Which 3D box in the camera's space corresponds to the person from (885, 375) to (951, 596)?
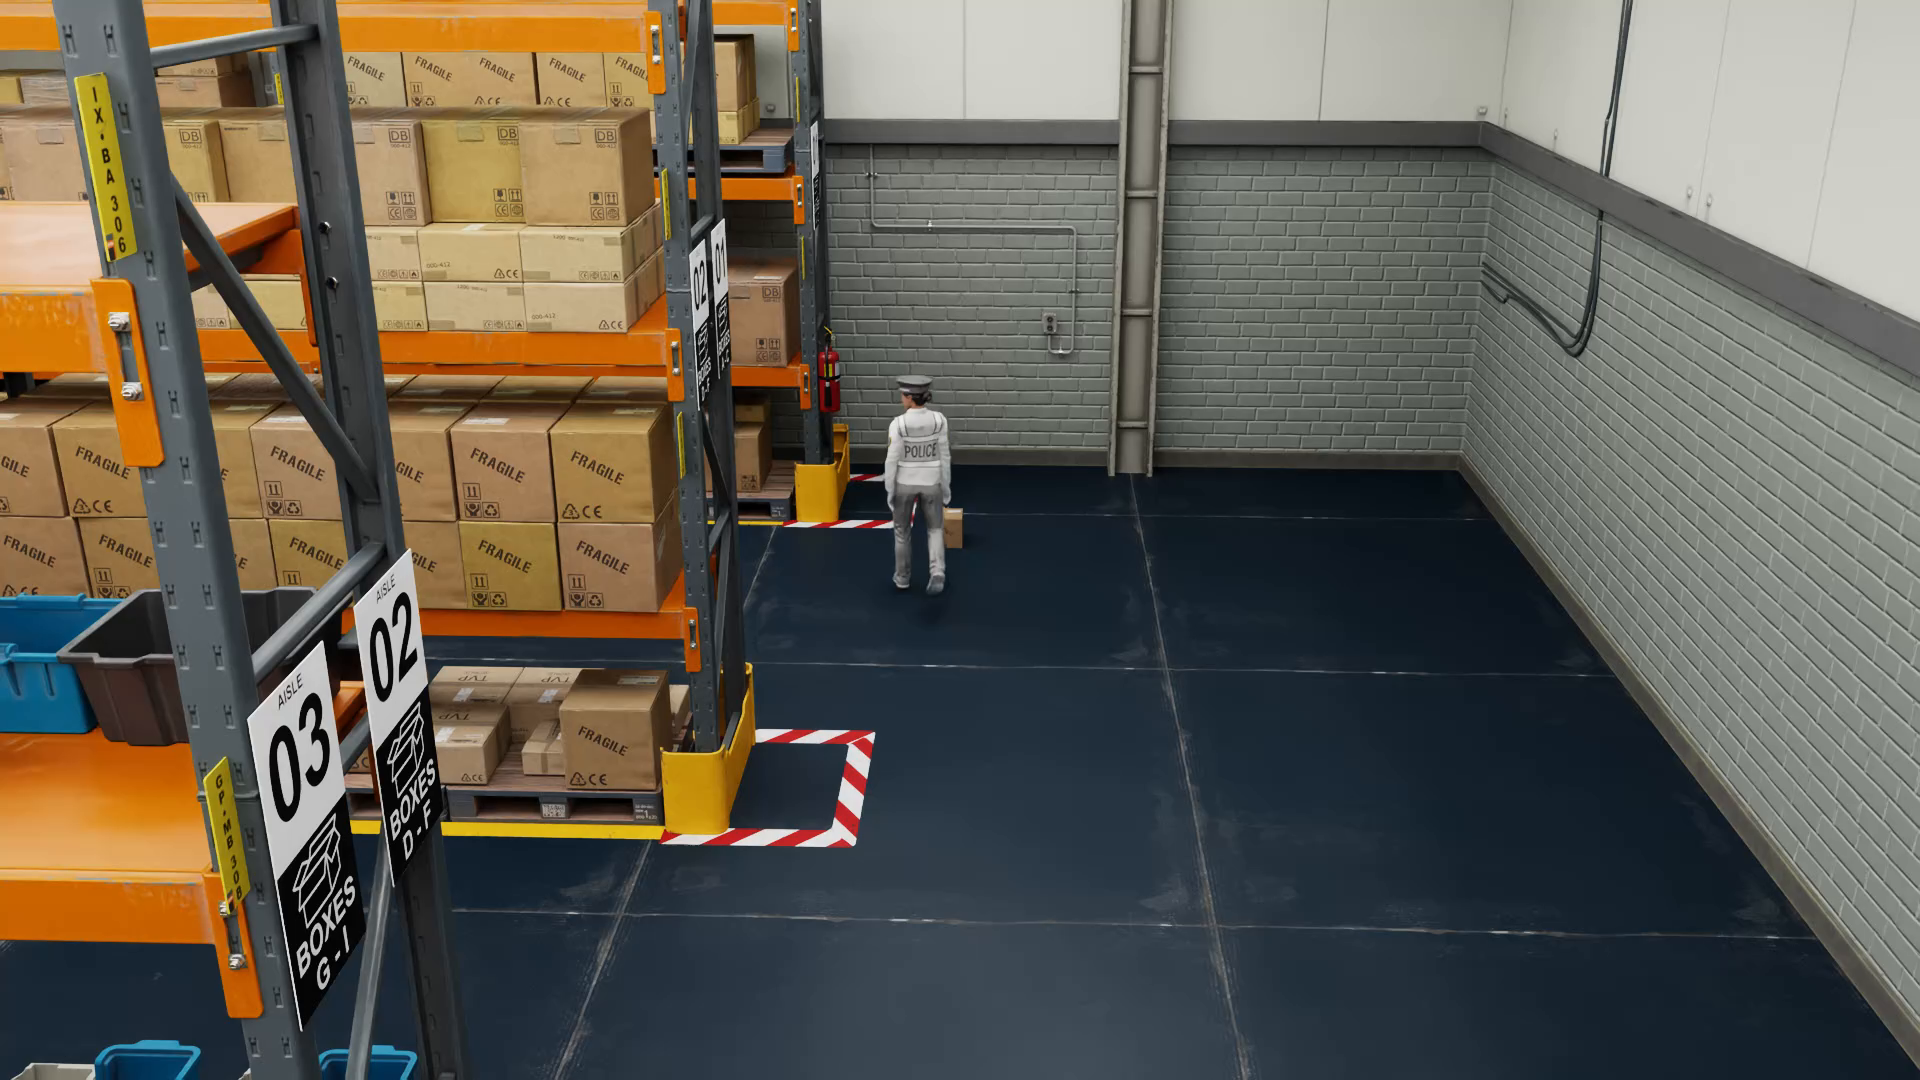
[{"bbox_3d":[-0.300,-0.377,12.042,0.499,1.652,0.730,-4,21,-11],"label":"person"}]
